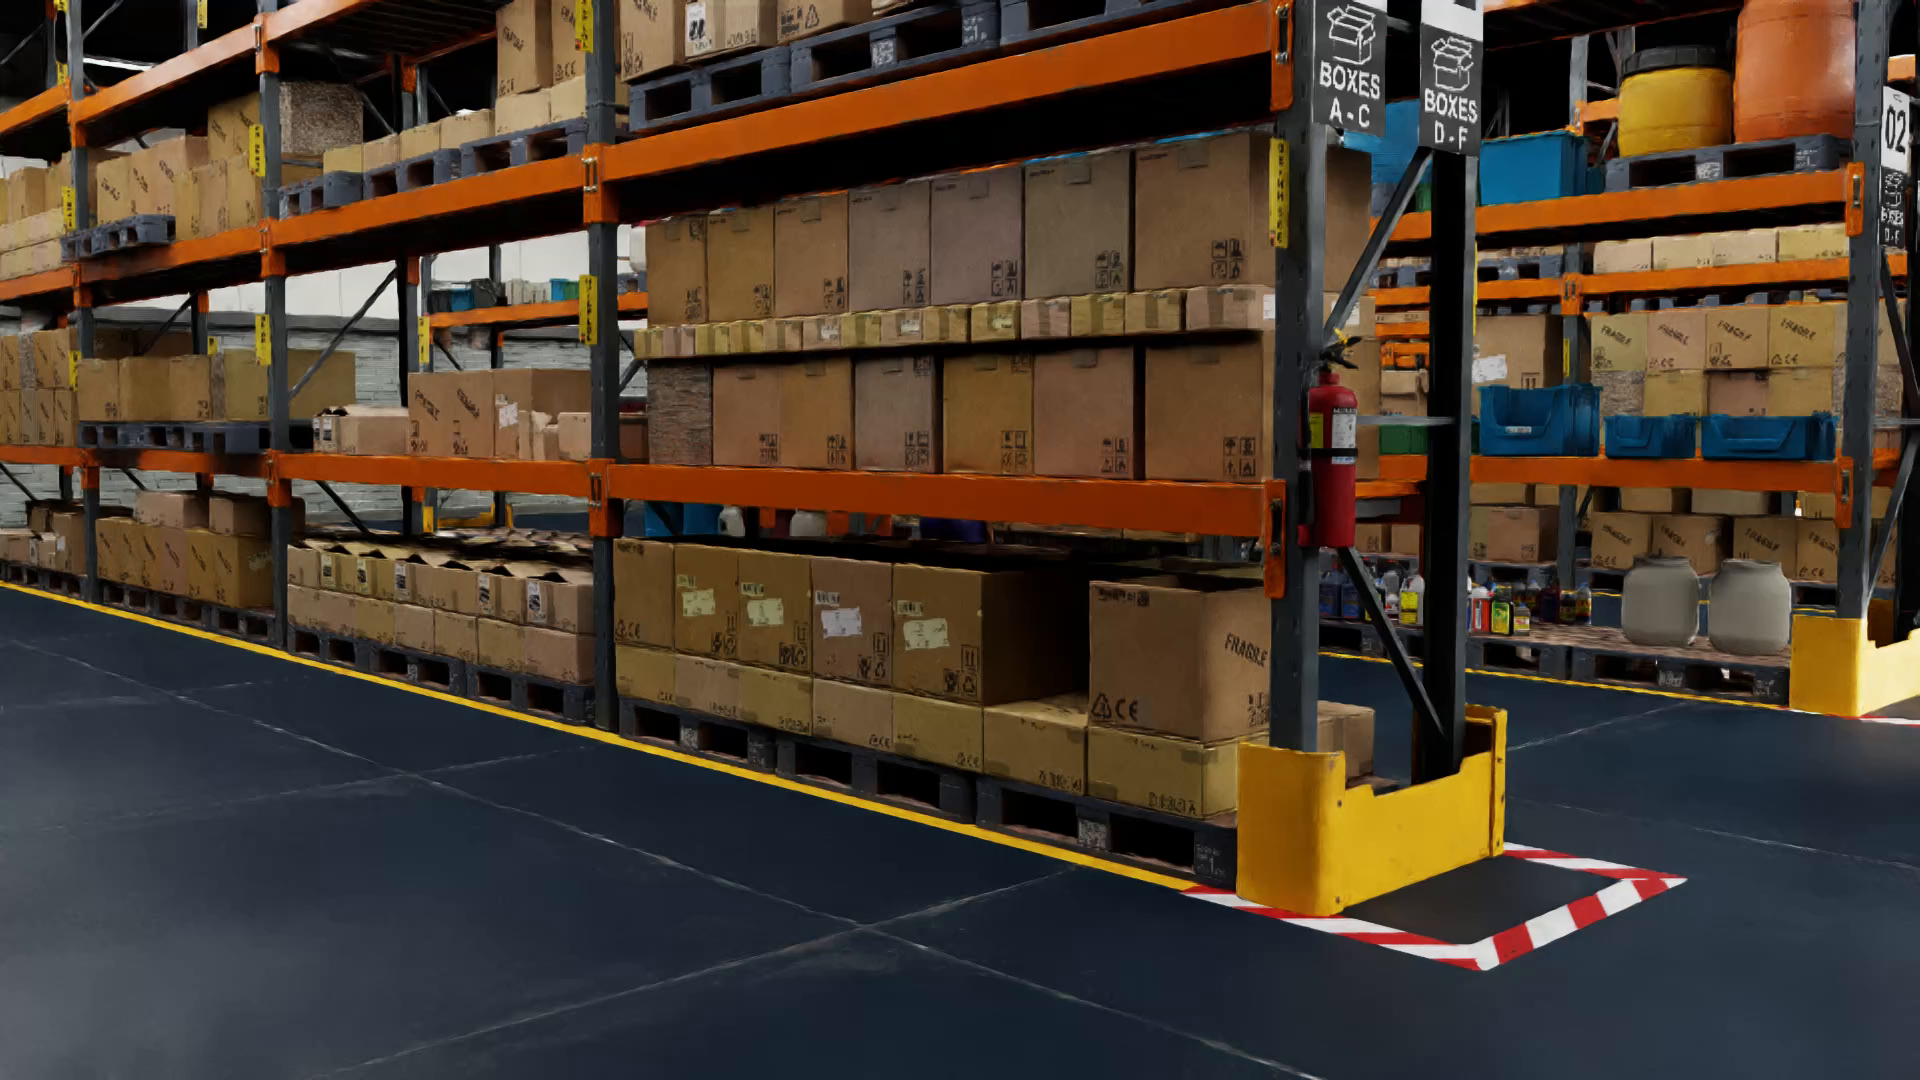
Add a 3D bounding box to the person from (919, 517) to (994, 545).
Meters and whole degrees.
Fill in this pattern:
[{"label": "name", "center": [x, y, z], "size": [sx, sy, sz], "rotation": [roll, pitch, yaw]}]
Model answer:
[{"label": "person", "center": [0.010, -0.080, 10.494], "size": [0.560, 1.651, 0.452], "rotation": [2, 5, 29]}]
